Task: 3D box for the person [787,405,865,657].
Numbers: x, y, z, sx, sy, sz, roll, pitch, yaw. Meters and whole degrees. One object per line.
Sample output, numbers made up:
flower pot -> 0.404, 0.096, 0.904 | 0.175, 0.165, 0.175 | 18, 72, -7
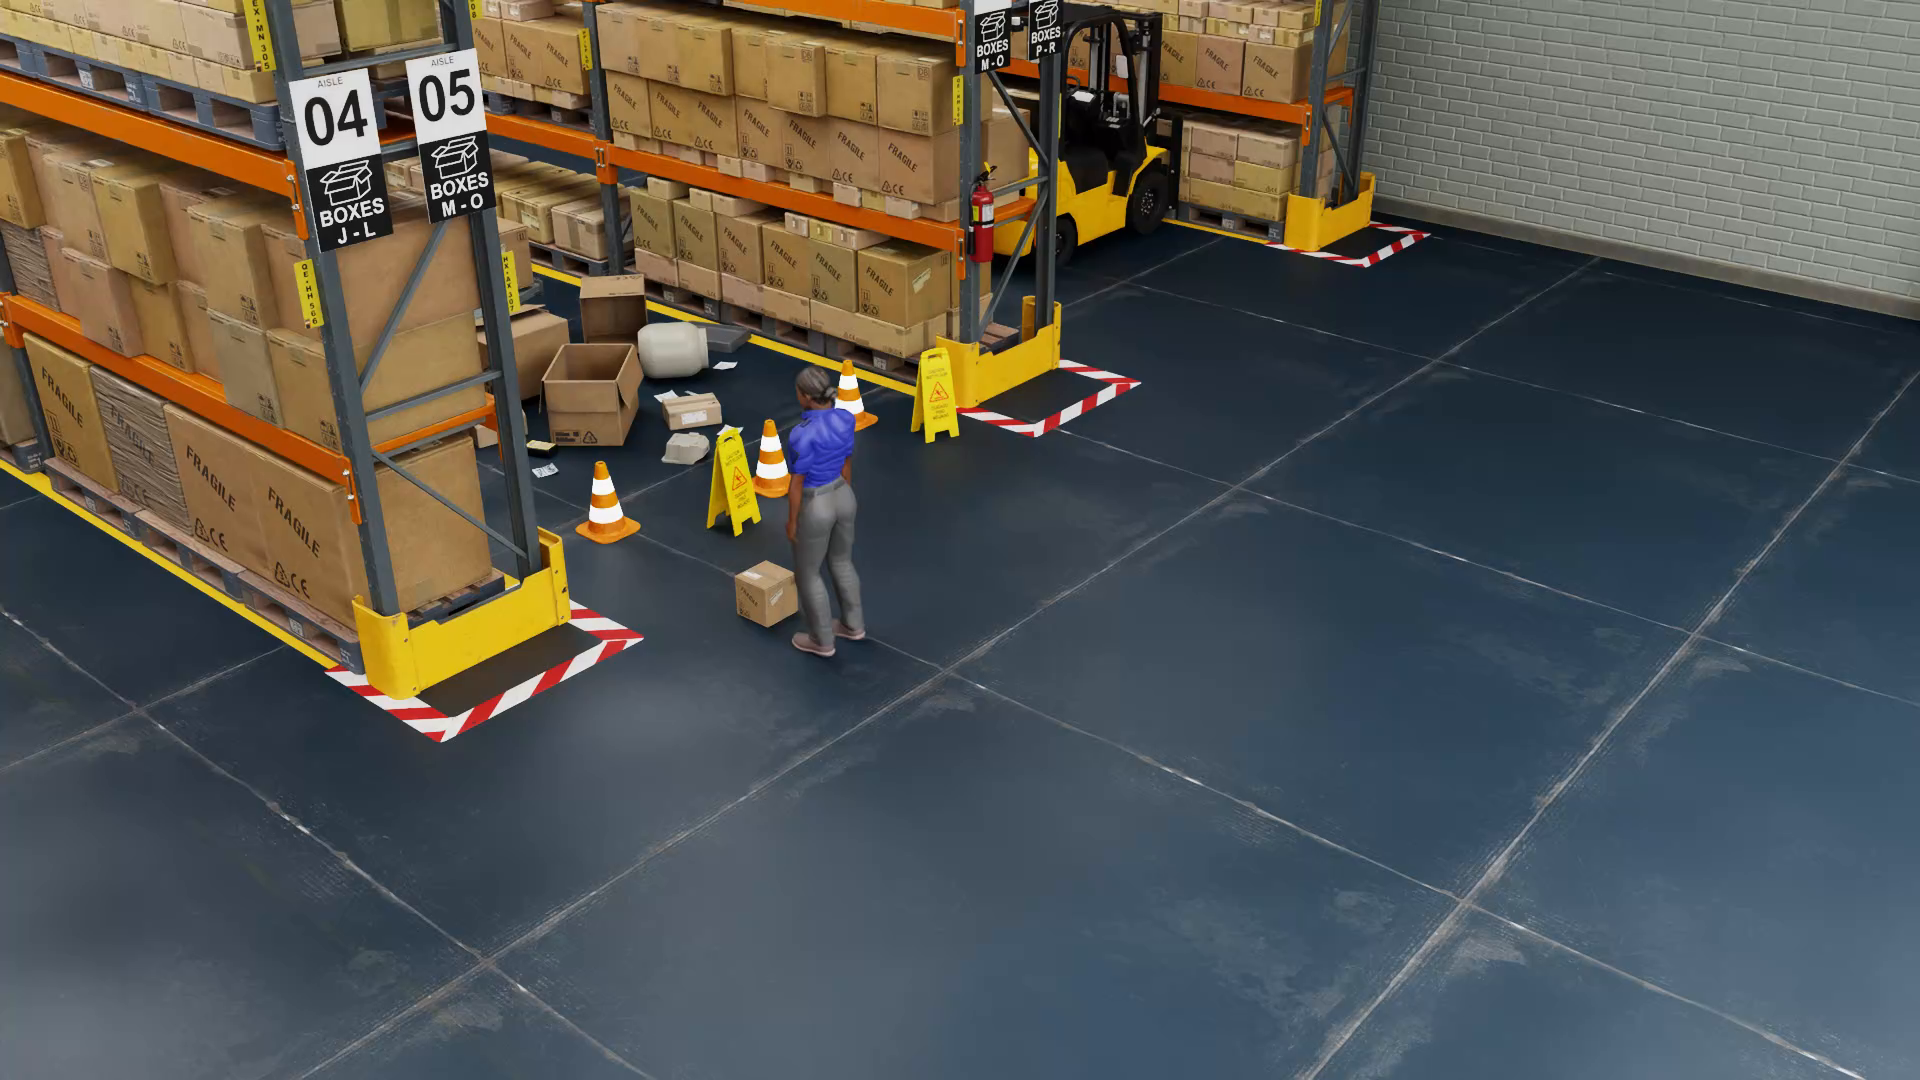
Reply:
person -> -0.749, -0.063, 8.984 | 0.300, 1.453, 0.429 | 22, 35, 35
